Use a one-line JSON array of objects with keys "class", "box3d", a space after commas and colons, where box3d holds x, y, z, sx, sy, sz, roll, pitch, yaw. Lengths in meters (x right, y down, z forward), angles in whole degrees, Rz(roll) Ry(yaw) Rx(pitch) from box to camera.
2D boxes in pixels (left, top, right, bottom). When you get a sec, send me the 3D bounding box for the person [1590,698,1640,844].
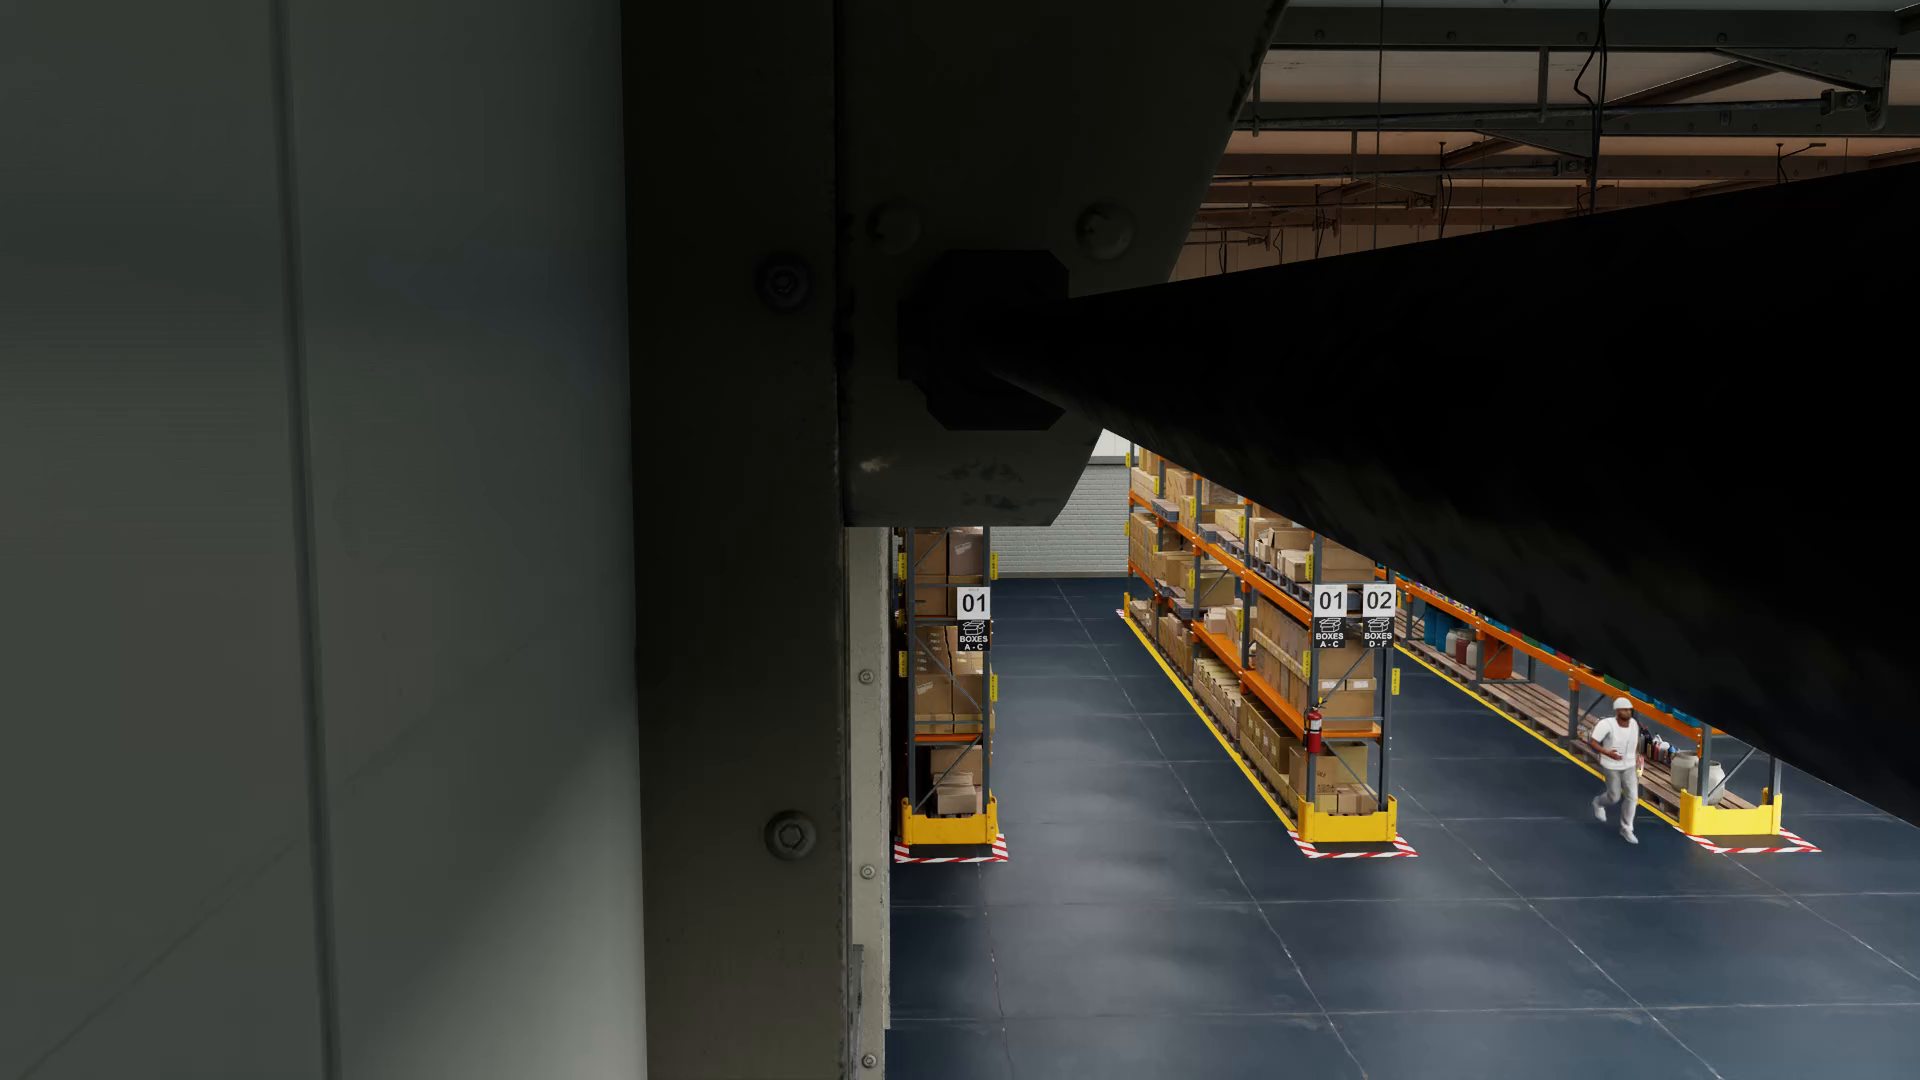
[{"class": "person", "box3d": [8.208, 2.824, 20.767, 0.738, 1.765, 0.861, -1, 7, -9]}]
